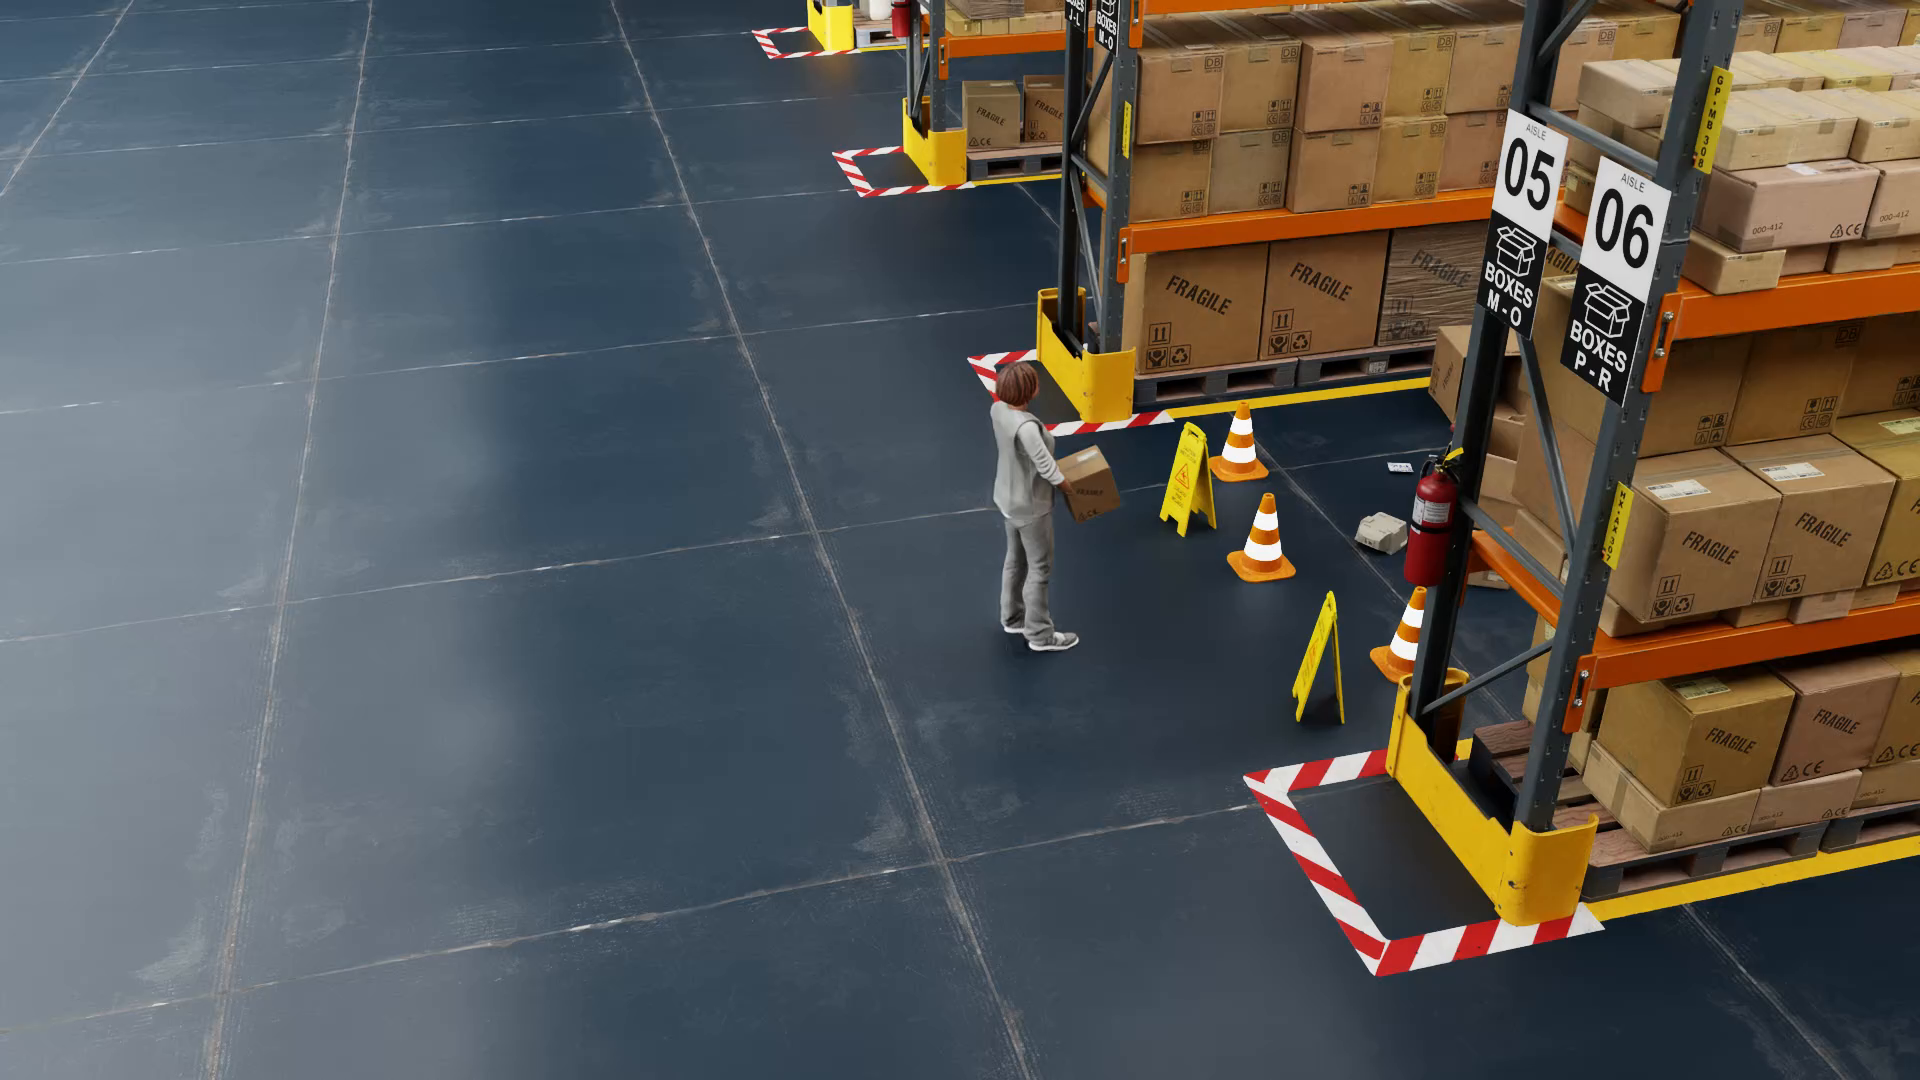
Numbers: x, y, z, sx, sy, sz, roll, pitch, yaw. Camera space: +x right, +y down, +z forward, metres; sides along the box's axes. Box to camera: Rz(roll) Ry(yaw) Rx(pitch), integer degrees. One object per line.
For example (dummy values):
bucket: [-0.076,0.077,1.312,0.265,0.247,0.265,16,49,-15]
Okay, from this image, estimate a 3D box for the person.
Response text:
person: [0.397,-0.187,8.553,0.461,1.595,0.451,-12,33,-20]
